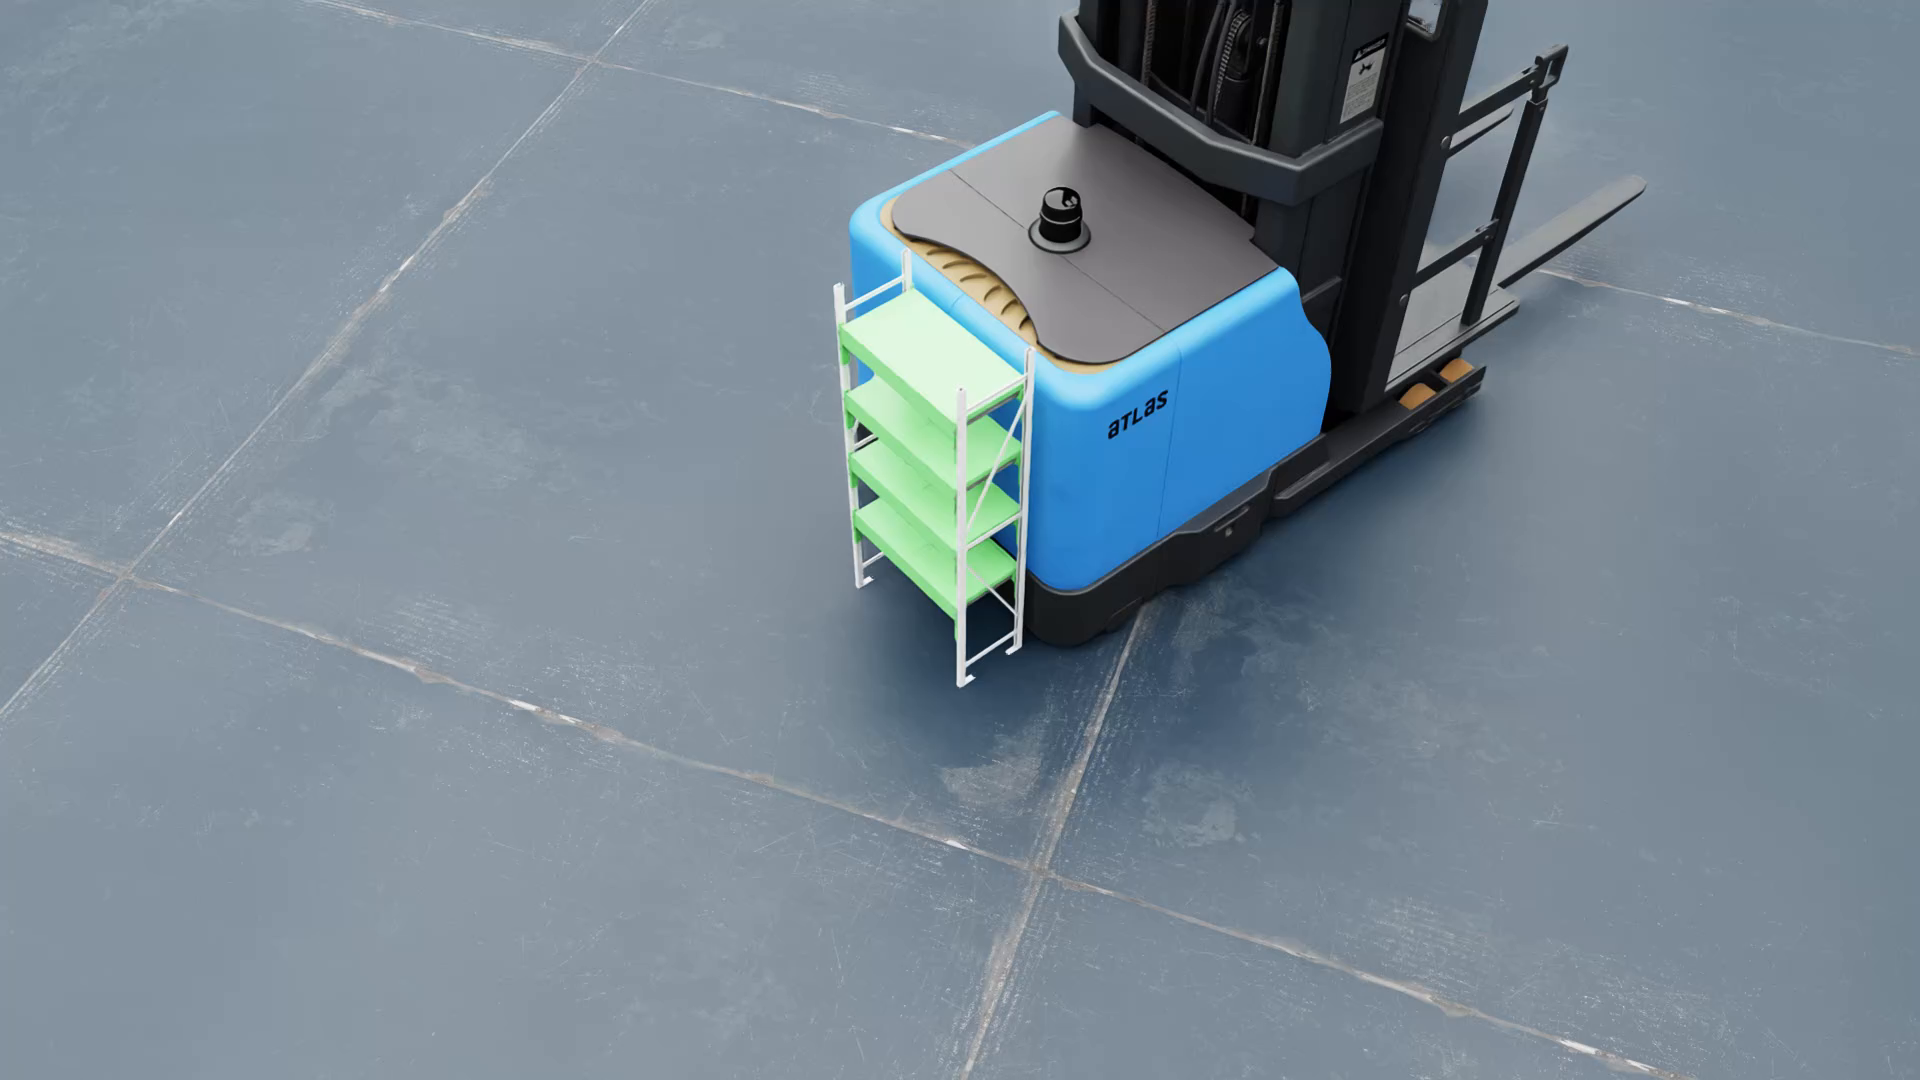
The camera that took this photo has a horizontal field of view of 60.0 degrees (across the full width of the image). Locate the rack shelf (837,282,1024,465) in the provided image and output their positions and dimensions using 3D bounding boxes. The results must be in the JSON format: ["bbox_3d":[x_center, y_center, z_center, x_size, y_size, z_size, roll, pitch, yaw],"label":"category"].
[{"bbox_3d":[-0.068,-0.435,4.282,0.258,0.148,0.480,-32,56,-25],"label":"rack shelf"}]

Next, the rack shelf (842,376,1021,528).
[{"bbox_3d":[-0.068,-0.277,4.463,0.258,0.148,0.480,-32,56,-25],"label":"rack shelf"}]

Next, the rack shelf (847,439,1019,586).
[{"bbox_3d":[-0.068,-0.120,4.645,0.258,0.148,0.480,-32,56,-25],"label":"rack shelf"}]

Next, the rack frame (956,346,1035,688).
[{"bbox_3d":[0.088,-0.020,4.474,0.240,1.200,0.015,-32,56,-25],"label":"rack frame"}]

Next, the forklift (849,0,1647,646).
[{"bbox_3d":[1.136,-1.597,4.695,3.031,2.935,1.130,-32,56,-24],"label":"forklift"}]

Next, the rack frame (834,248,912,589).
[{"bbox_3d":[-0.224,-0.304,4.720,0.240,1.200,0.015,-32,56,-25],"label":"rack frame"}]

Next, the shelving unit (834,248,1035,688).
[{"bbox_3d":[-0.068,-0.162,4.597,0.258,1.200,0.503,-32,56,-25],"label":"shelving unit"}]

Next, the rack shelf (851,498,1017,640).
[{"bbox_3d":[-0.068,0.037,4.826,0.258,0.148,0.480,-32,56,-25],"label":"rack shelf"}]
